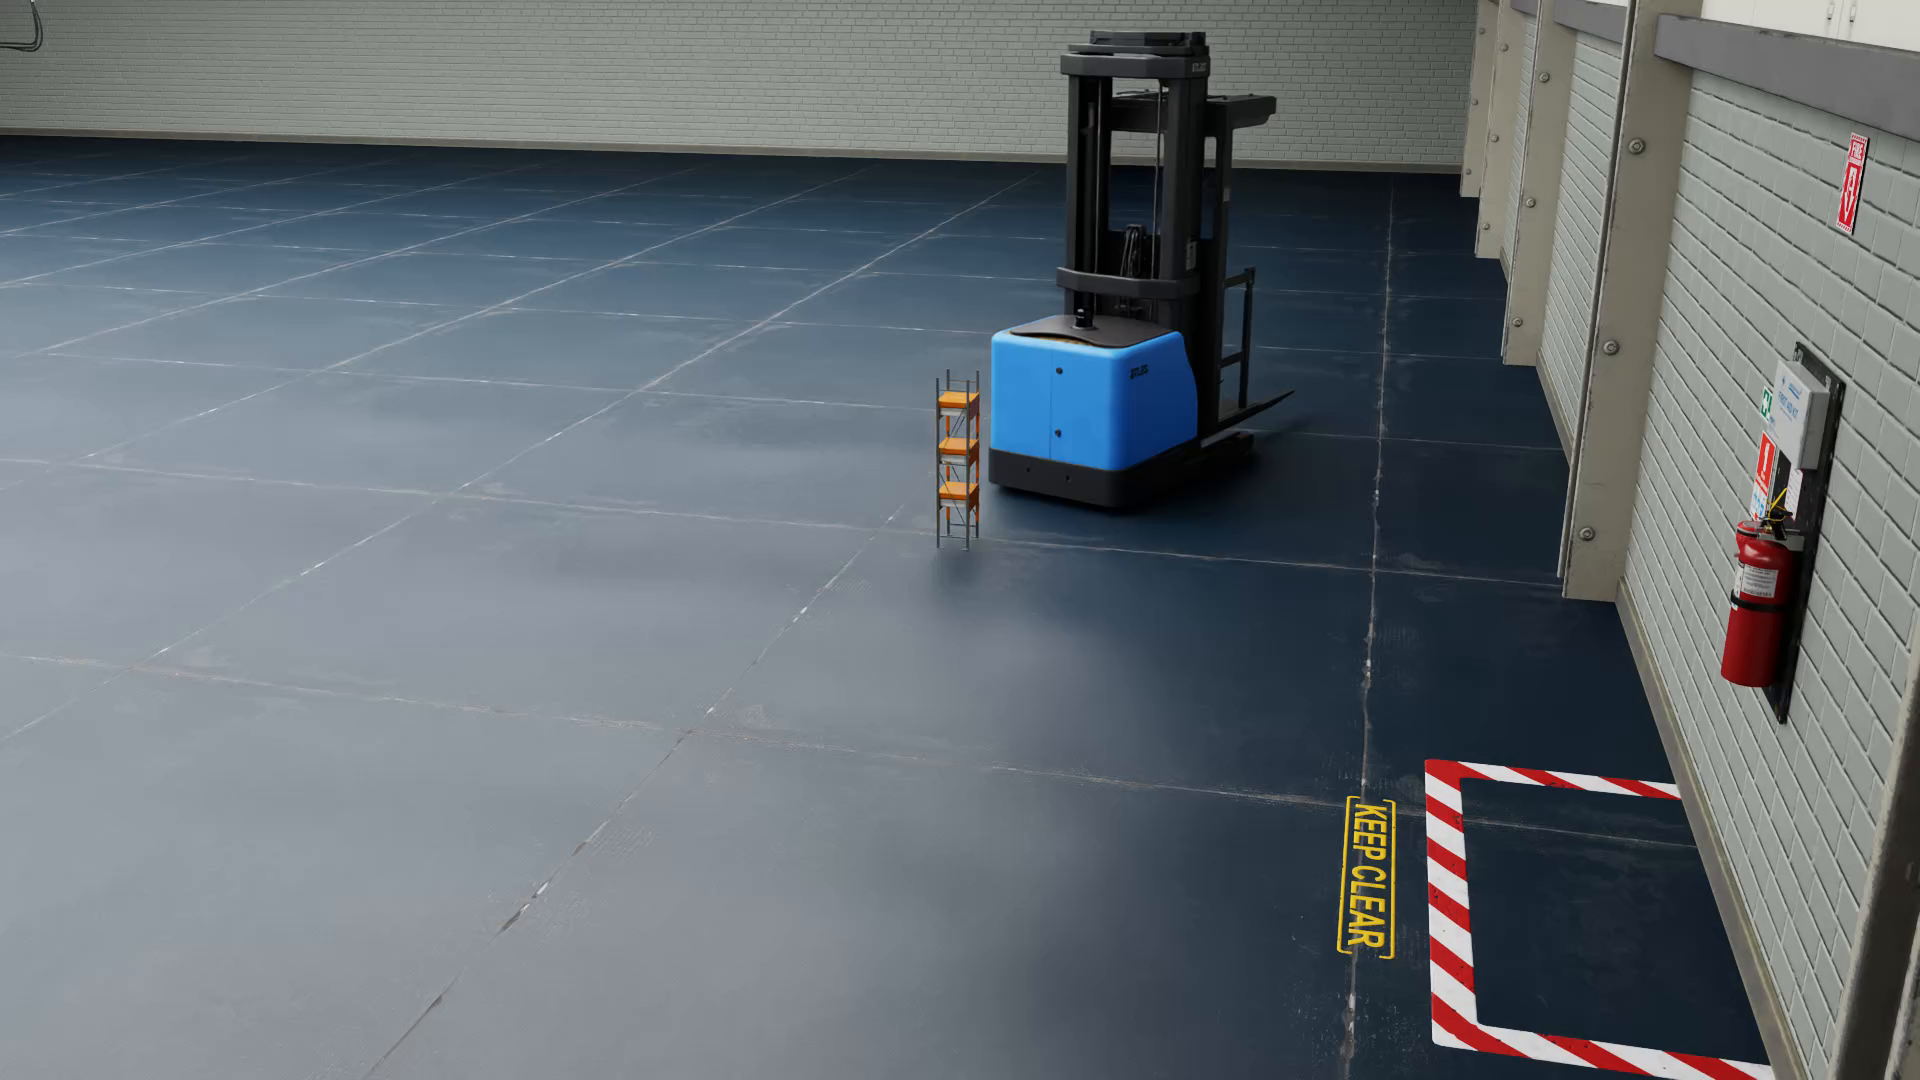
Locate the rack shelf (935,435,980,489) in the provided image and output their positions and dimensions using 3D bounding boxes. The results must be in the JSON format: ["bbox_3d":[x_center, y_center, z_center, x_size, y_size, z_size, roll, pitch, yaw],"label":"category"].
[{"bbox_3d":[-0.013,-0.470,9.972,0.215,0.259,0.240,5,19,13],"label":"rack shelf"}]

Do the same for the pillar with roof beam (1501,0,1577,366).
[{"bbox_3d":[0.844,-6.208,14.441,9.100,9.000,0.400,5,19,13],"label":"pillar with roof beam"}]

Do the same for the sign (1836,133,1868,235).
[{"bbox_3d":[2.826,-1.131,5.272,0.001,0.298,0.199,5,19,13],"label":"sign"}]

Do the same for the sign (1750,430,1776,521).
[{"bbox_3d":[2.963,-0.221,6.140,0.001,0.329,0.234,5,19,13],"label":"sign"}]

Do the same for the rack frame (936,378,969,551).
[{"bbox_3d":[-0.043,-0.442,9.857,0.200,1.050,0.008,5,19,13],"label":"rack frame"}]

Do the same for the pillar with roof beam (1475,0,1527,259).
[{"bbox_3d":[2.310,-8.089,19.947,9.100,9.000,0.400,5,19,13],"label":"pillar with roof beam"}]

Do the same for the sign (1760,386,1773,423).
[{"bbox_3d":[2.953,-0.472,6.052,0.001,0.109,0.331,5,19,13],"label":"sign"}]

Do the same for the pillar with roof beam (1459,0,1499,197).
[{"bbox_3d":[3.776,-9.969,25.453,9.100,9.000,0.400,5,19,13],"label":"pillar with roof beam"}]

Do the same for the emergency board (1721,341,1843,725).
[{"bbox_3d":[2.728,-0.039,5.662,0.194,1.169,0.643,5,19,13],"label":"emergency board"}]

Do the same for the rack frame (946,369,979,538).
[{"bbox_3d":[0.017,-0.518,10.081,0.200,1.050,0.008,5,19,13],"label":"rack frame"}]

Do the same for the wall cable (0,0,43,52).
[{"bbox_3d":[-20.592,-11.466,34.640,3.097,2.526,0.112,5,19,13],"label":"wall cable"}]

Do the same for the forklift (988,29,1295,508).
[{"bbox_3d":[1.453,-2.010,11.538,1.130,2.935,3.031,13,23,33],"label":"forklift"}]

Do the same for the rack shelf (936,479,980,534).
[{"bbox_3d":[-0.013,-0.207,10.062,0.215,0.259,0.240,5,19,13],"label":"rack shelf"}]

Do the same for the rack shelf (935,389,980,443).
[{"bbox_3d":[-0.013,-0.739,9.880,0.215,0.259,0.240,5,19,13],"label":"rack shelf"}]

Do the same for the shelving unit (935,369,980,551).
[{"bbox_3d":[-0.013,-0.480,9.969,0.215,1.050,0.252,5,19,13],"label":"shelving unit"}]

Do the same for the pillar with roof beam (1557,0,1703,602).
[{"bbox_3d":[-0.622,-4.327,8.935,9.100,9.000,0.400,5,19,13],"label":"pillar with roof beam"}]
